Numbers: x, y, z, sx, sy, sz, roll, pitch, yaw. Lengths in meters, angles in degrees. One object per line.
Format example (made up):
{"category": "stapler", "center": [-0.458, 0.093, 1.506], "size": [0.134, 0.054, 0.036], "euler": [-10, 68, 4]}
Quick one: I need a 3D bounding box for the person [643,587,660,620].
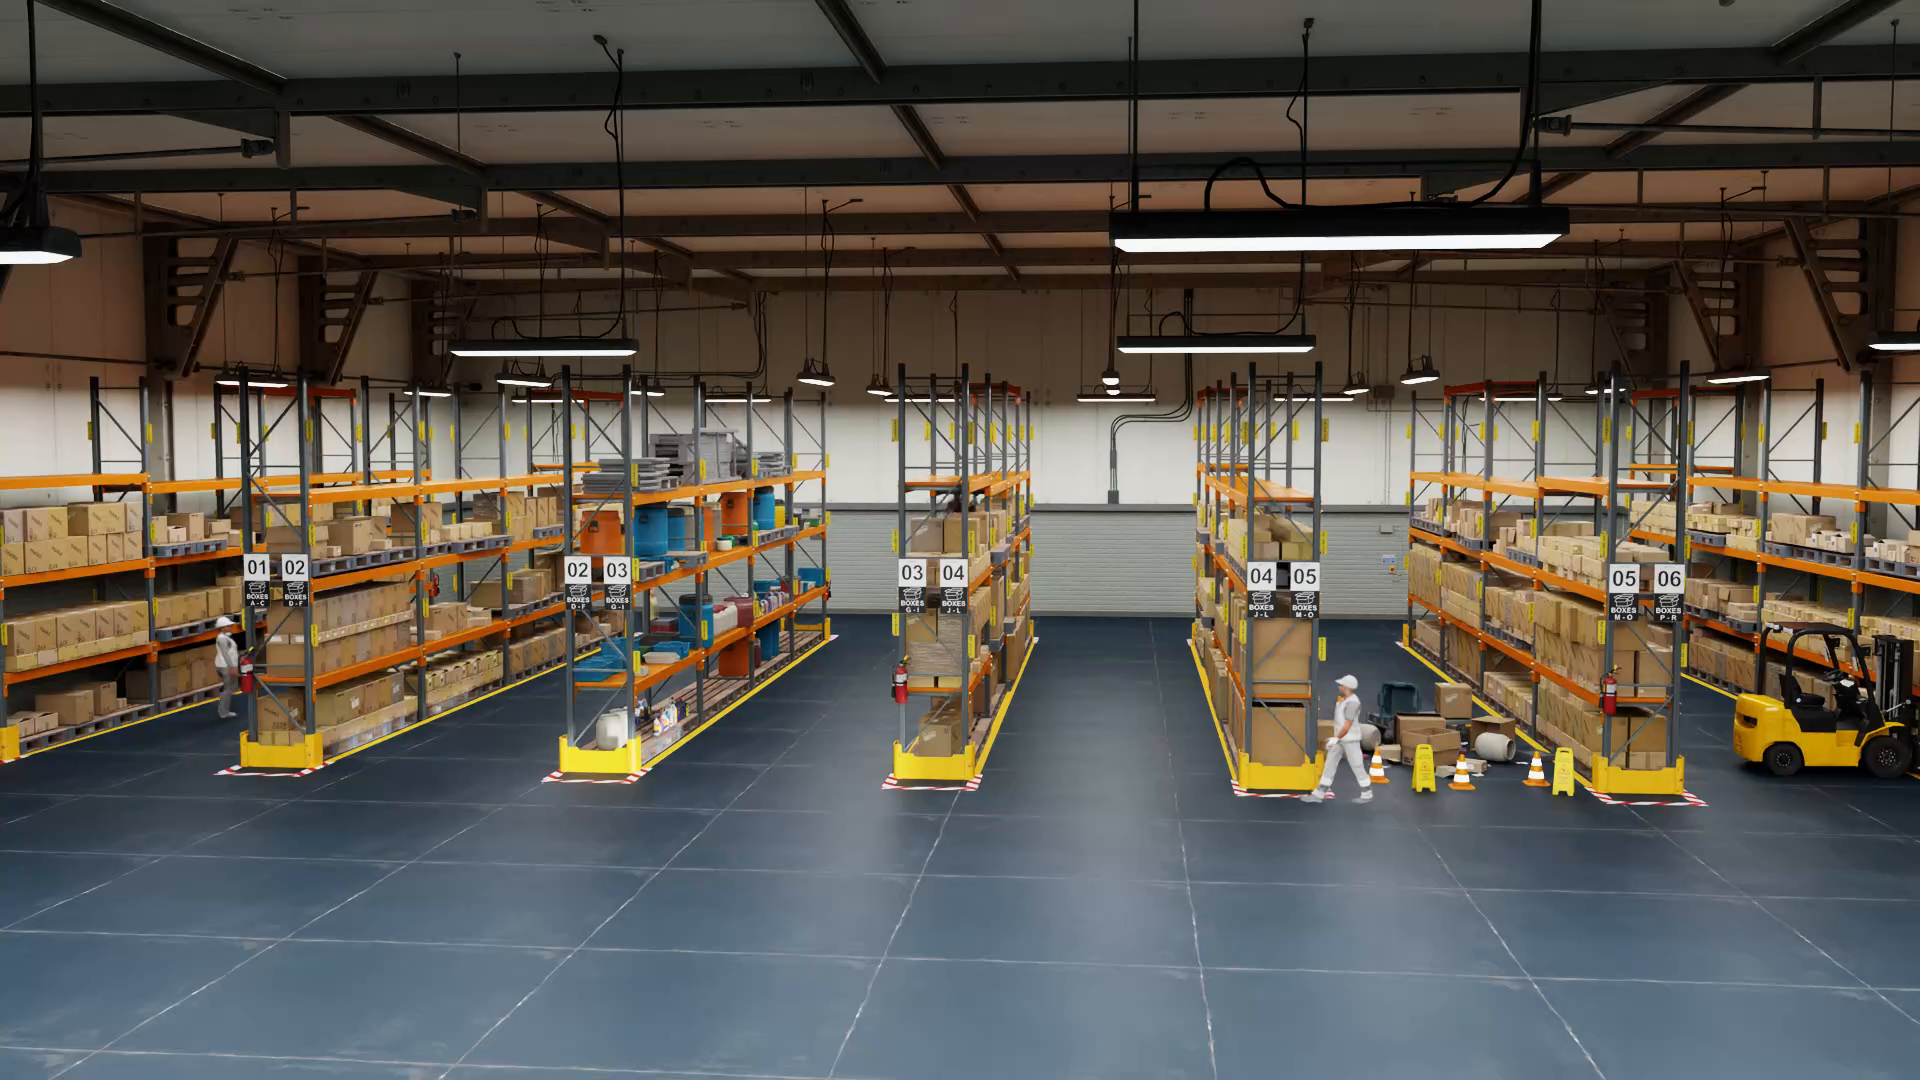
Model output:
{"category": "person", "center": [-6.777, 1.817, 36.722], "size": [0.444, 1.678, 0.465], "euler": [1, 4, 15]}

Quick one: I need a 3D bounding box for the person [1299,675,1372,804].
{"category": "person", "center": [5.089, 2.675, 22.236], "size": [0.966, 1.740, 0.519], "euler": [-1, 4, -18]}

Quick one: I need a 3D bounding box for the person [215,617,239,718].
{"category": "person", "center": [-12.842, 2.238, 29.196], "size": [0.559, 1.793, 0.471], "euler": [3, 5, 41]}

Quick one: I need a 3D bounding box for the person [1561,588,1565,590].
{"category": "person", "center": [13.416, 1.850, 37.170], "size": [0.405, 1.562, 0.483], "euler": [1, 4, 10]}
